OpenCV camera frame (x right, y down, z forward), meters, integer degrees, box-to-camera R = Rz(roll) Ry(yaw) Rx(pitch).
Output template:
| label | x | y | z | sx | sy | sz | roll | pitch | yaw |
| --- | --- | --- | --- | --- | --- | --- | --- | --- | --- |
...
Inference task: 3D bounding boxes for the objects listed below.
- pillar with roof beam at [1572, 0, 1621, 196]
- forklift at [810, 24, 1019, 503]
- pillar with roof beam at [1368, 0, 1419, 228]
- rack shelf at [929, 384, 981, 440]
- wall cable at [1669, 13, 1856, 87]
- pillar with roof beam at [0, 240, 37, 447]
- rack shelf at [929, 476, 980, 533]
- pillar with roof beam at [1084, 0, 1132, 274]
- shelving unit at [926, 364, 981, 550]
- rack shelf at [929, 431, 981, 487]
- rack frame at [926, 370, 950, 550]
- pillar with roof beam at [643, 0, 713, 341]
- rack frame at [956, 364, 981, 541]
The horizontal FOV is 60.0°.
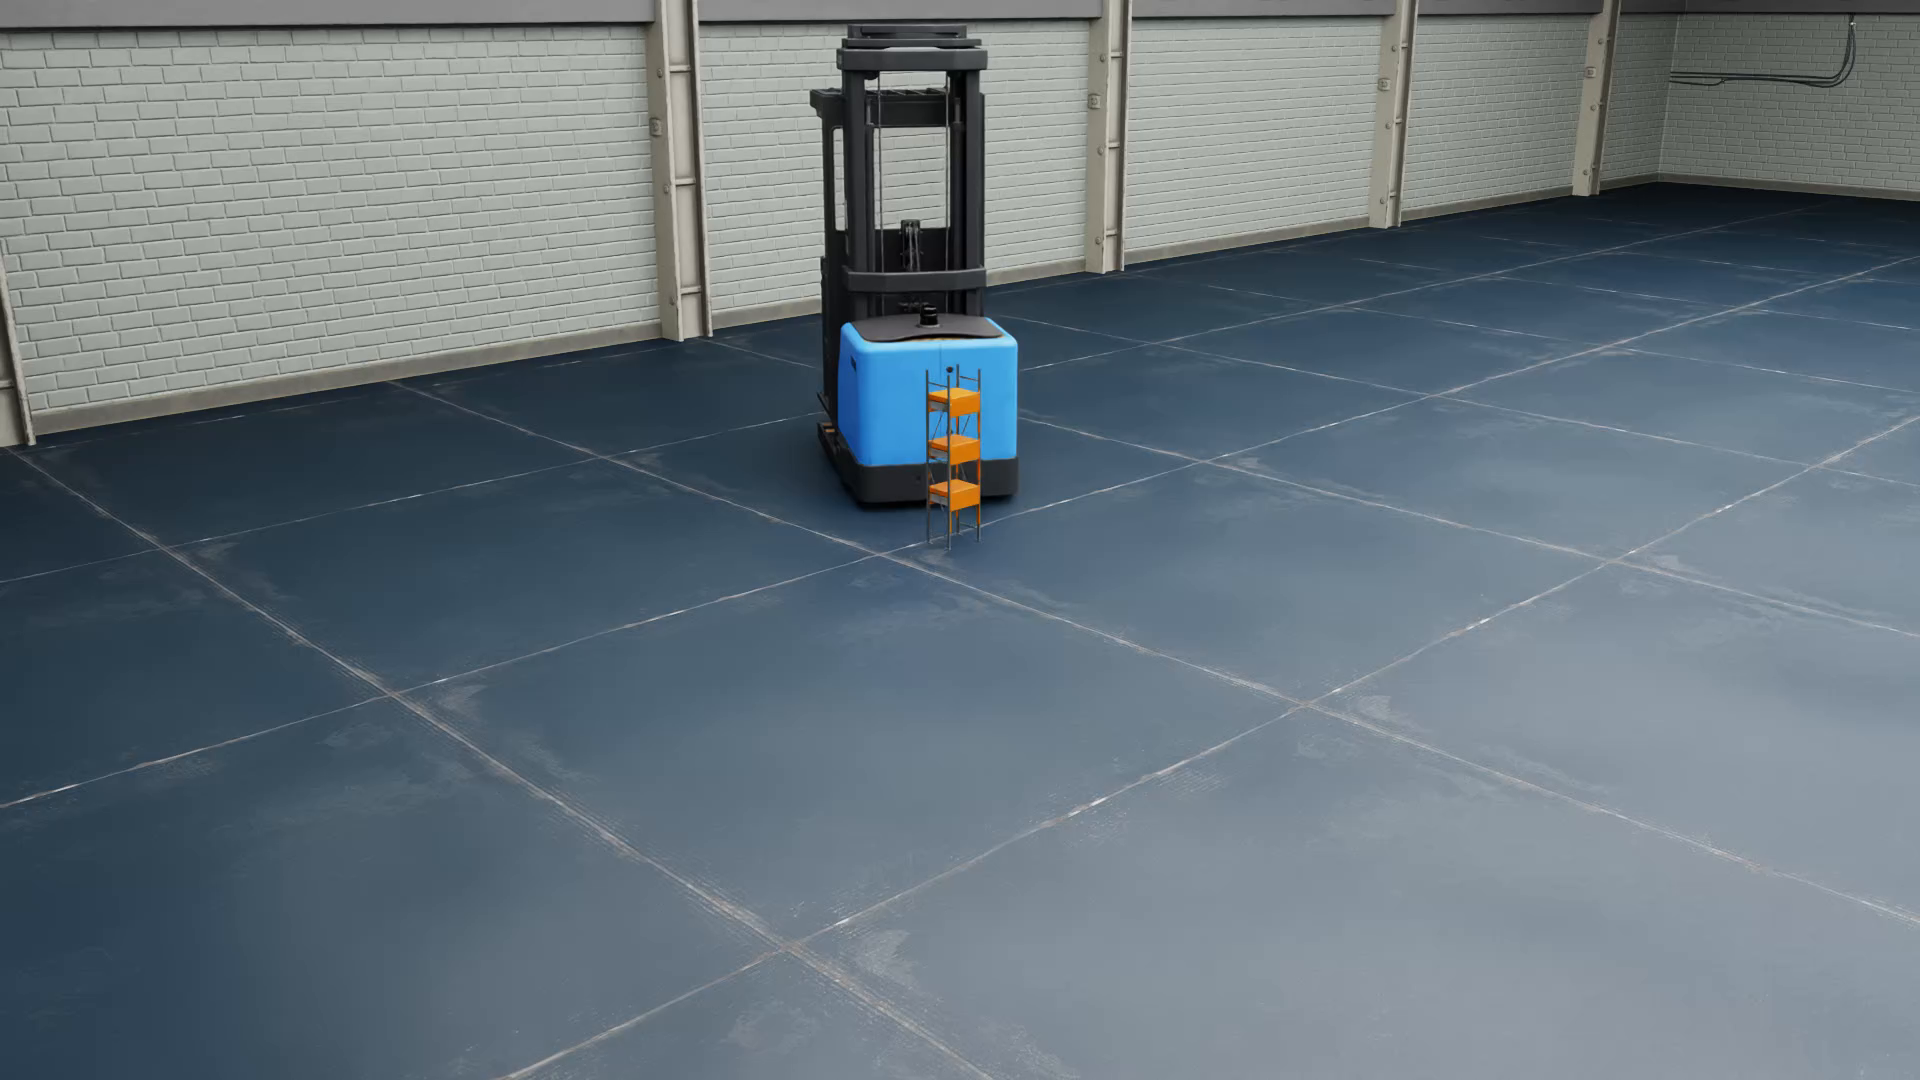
| label | x | y | z | sx | sy | sz | roll | pitch | yaw |
| --- | --- | --- | --- | --- | --- | --- | --- | --- | --- |
| pillar with roof beam | 13.403 | -9.094 | 23.443 | 0.400 | 9.000 | 9.100 | -16 | 24 | -41 |
| forklift | -0.424 | -2.043 | 11.535 | 1.130 | 2.935 | 3.031 | -4 | 18 | -11 |
| pillar with roof beam | 9.044 | -7.823 | 19.522 | 0.400 | 9.000 | 9.100 | -16 | 24 | -41 |
| rack shelf | -0.039 | -0.748 | 9.704 | 0.240 | 0.259 | 0.215 | -16 | 24 | -41 |
| wall cable | 13.495 | -8.910 | 27.909 | 0.112 | 2.526 | 3.097 | -16 | 24 | -41 |
| pillar with roof beam | -4.035 | -4.009 | 7.758 | 0.400 | 9.000 | 9.100 | -16 | 24 | -41 |
| rack shelf | -0.039 | -0.214 | 9.877 | 0.240 | 0.259 | 0.215 | -16 | 24 | -41 |
| pillar with roof beam | 4.684 | -6.551 | 15.600 | 0.400 | 9.000 | 9.100 | -16 | 24 | -41 |
| shelving unit | -0.039 | -0.488 | 9.788 | 0.252 | 1.050 | 0.215 | -16 | 24 | -41 |
| rack shelf | -0.039 | -0.478 | 9.791 | 0.240 | 0.259 | 0.215 | -16 | 24 | -41 |
| rack frame | -0.128 | -0.462 | 9.708 | 0.008 | 1.050 | 0.200 | -16 | 24 | -41 |
| pillar with roof beam | 0.324 | -5.280 | 11.679 | 0.400 | 9.000 | 9.100 | -16 | 24 | -41 |
| rack frame | 0.050 | -0.514 | 9.868 | 0.008 | 1.050 | 0.200 | -16 | 24 | -41 |
